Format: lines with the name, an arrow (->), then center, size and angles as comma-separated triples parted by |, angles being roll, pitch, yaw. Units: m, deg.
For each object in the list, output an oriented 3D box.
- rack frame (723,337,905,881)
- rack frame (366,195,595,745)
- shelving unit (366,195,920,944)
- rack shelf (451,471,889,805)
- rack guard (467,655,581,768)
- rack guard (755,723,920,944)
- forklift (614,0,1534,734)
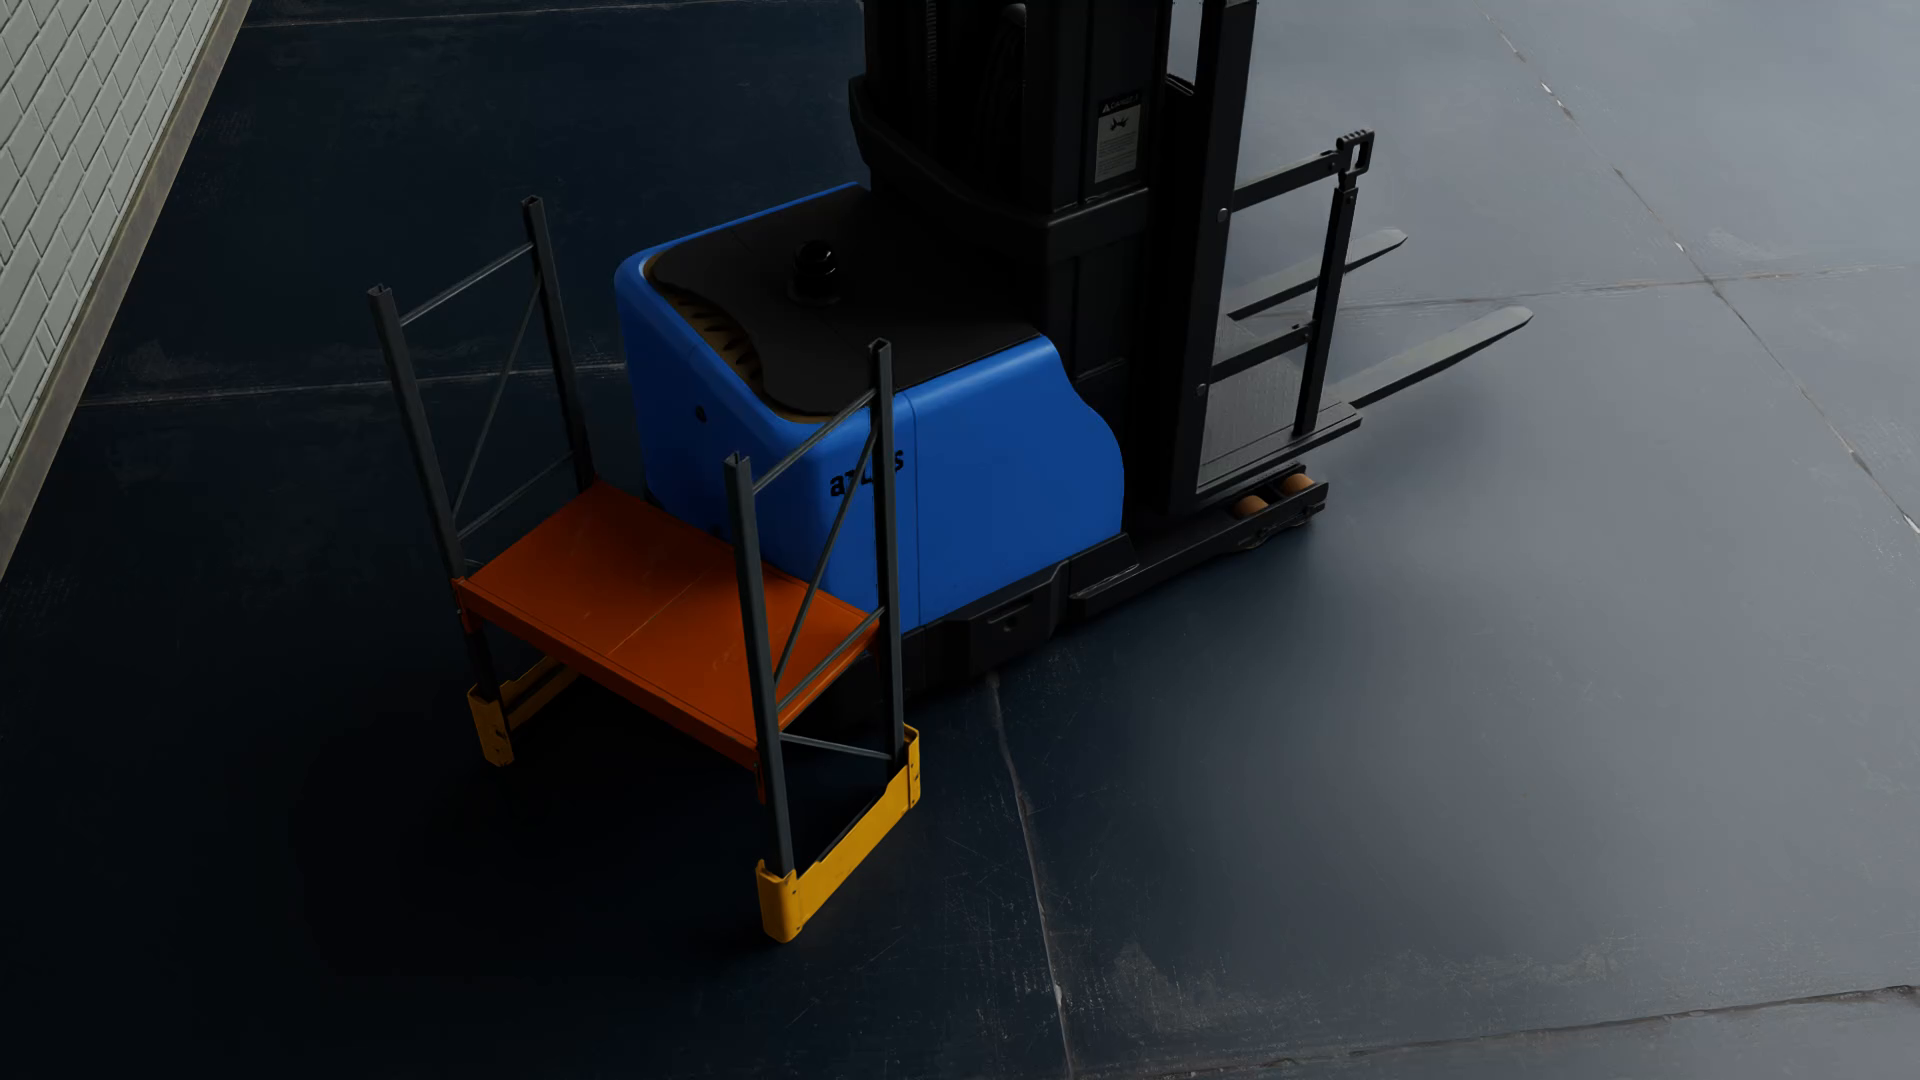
rack frame -> -0.299, 0.276, 3.825 | 0.032, 1.500, 0.500 | 25, 48, 25
rack frame -> -1.134, -0.112, 4.255 | 0.032, 1.500, 0.500 | 25, 48, 25
shelving unit -> -0.709, 0.085, 4.036 | 1.083, 1.500, 0.587 | 25, 48, 25
rack shelf -> -0.717, 0.215, 4.160 | 1.000, 0.185, 0.538 | 25, 48, 25
rack guard -> -1.119, 0.359, 4.665 | 0.087, 0.250, 0.587 | 25, 48, 25
rack guard -> -0.300, 0.739, 4.244 | 0.087, 0.250, 0.587 | 25, 48, 25
forklift -> 0.557, -1.332, 4.538 | 3.031, 2.935, 1.130 | -24, 47, -24
